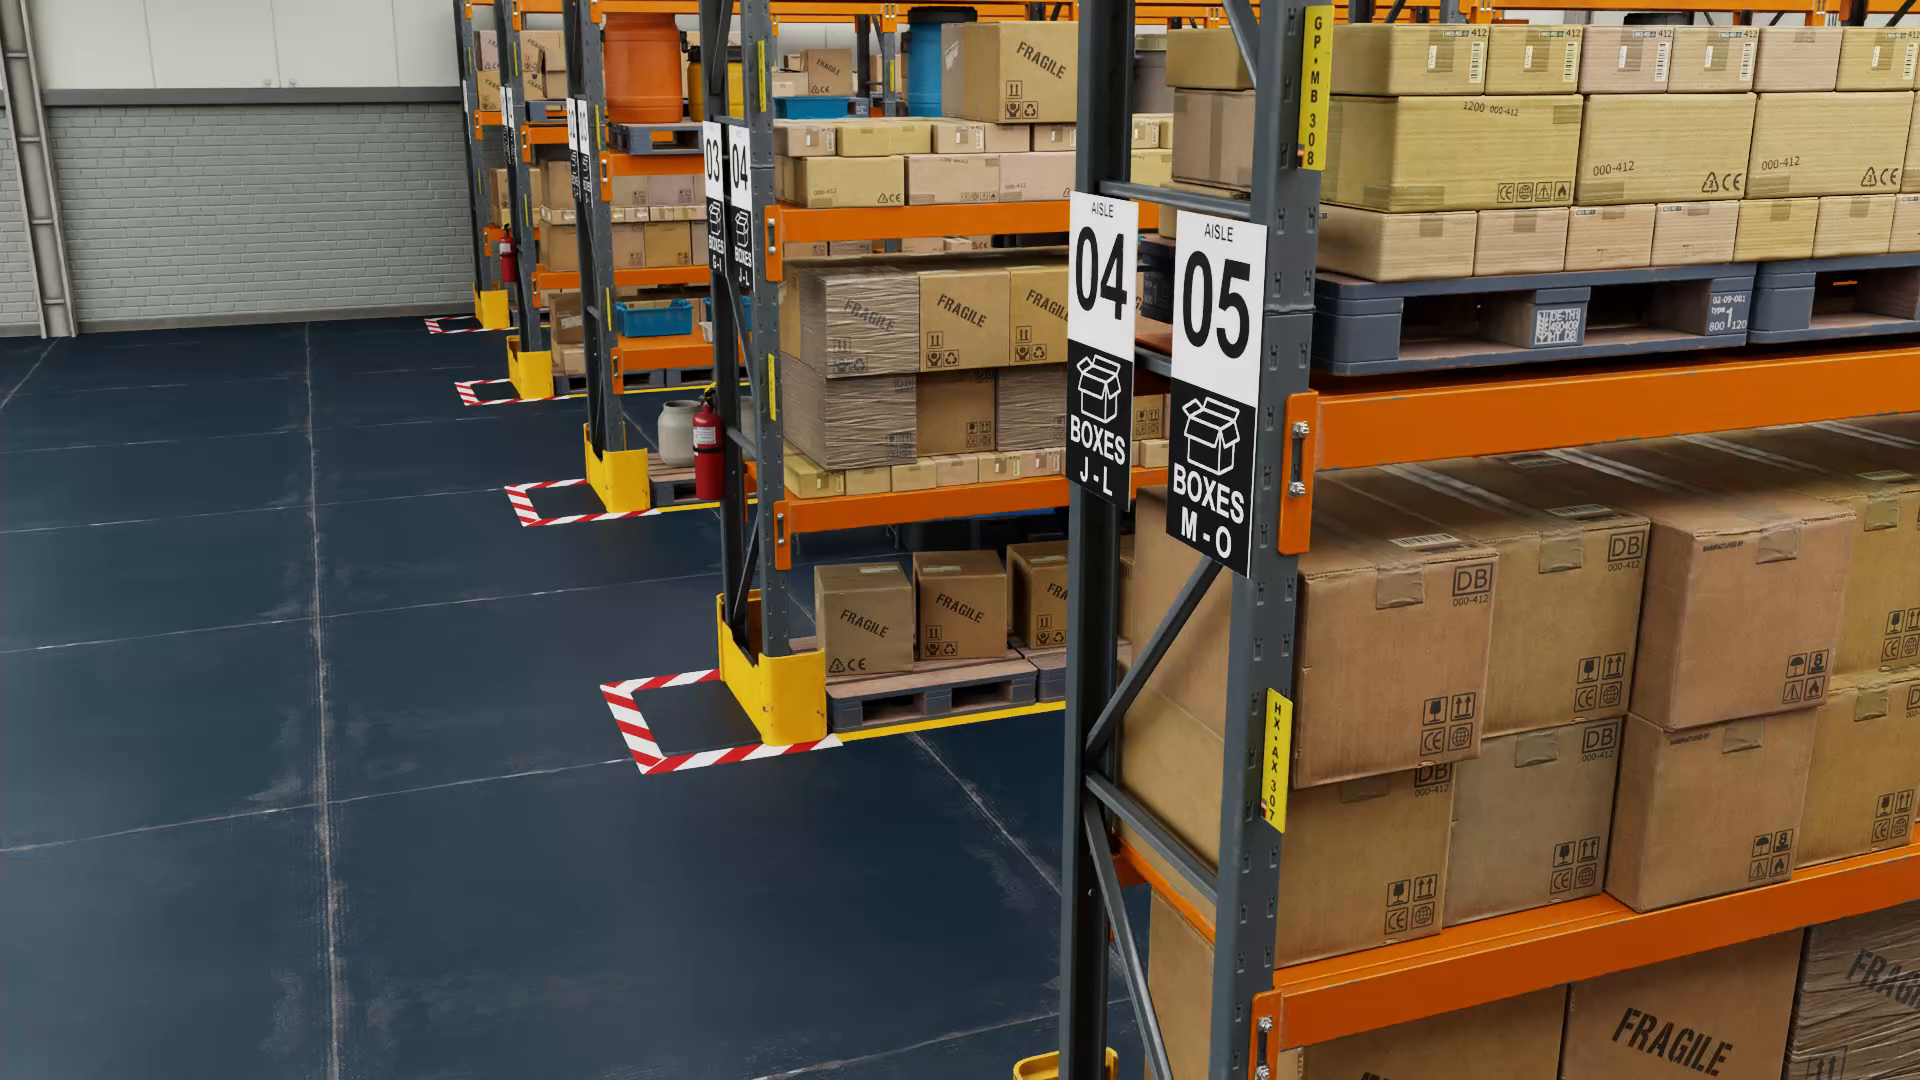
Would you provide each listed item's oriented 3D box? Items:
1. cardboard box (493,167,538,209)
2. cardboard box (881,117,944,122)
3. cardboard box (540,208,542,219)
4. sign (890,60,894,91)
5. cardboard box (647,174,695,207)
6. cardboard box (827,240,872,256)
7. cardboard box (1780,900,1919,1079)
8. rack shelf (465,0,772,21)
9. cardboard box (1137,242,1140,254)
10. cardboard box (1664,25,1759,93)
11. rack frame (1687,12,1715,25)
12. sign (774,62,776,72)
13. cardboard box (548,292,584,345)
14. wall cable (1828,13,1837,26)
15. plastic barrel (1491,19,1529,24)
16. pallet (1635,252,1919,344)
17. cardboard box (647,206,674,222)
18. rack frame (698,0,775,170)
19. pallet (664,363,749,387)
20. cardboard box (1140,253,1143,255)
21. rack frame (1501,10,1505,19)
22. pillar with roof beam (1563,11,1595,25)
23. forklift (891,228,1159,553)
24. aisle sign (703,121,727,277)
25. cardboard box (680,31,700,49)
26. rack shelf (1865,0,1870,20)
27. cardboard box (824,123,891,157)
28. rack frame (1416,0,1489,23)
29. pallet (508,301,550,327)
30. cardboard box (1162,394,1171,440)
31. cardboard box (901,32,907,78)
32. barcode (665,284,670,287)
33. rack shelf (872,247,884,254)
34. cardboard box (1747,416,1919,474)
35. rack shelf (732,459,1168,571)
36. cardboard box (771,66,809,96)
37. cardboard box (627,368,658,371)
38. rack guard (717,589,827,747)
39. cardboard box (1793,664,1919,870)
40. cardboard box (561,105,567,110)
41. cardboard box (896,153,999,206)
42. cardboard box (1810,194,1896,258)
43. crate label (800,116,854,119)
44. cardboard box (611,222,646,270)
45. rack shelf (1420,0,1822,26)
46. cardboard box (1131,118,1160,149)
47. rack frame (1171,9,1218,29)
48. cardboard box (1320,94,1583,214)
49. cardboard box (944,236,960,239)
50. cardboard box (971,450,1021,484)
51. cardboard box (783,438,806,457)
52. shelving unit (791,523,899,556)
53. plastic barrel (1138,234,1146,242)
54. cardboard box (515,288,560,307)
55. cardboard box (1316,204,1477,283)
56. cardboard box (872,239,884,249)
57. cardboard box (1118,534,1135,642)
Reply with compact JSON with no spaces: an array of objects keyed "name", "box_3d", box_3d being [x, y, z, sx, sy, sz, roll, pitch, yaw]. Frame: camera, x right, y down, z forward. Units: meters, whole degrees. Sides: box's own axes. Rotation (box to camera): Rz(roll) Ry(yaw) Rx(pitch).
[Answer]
[{"name":"cardboard box","box_3d":[-5.904,-4.673,22.088,0.500,0.500,0.500,-6,17,-20]},{"name":"cardboard box","box_3d":[-0.266,-2.249,9.168,0.250,0.149,0.380,-6,17,-20]},{"name":"cardboard box","box_3d":[-5.408,-4.366,22.373,0.500,0.250,0.500,-7,18,-22]},{"name":"sign","box_3d":[-0.746,-5.086,18.213,0.005,0.325,0.100,-6,17,-20]},{"name":"cardboard box","box_3d":[-3.232,-3.929,18.173,0.500,0.500,0.700,-6,17,-20]},{"name":"cardboard box","box_3d":[-1.358,-3.508,19.045,0.500,0.500,0.700,-7,18,-22]},{"name":"cardboard box","box_3d":[2.823,1.370,5.635,0.875,0.875,0.875,-6,17,-20]},{"name":"rack shelf","box_3d":[-4.590,-7.140,22.224,4.000,0.370,1.077,-6,17,-20]},{"name":"cardboard box","box_3d":[1.150,-1.491,9.872,0.500,0.500,0.500,-6,17,-20]},{"name":"cardboard box","box_3d":[1.675,-1.159,4.004,0.250,0.149,0.380,-6,17,-19]},{"name":"rack frame","box_3d":[10.259,-7.595,22.491,0.127,3.000,1.000,-6,17,-20]},{"name":"sign","box_3d":[-2.521,-6.355,22.675,0.005,0.325,0.100,-6,17,-20]},{"name":"cardboard box","box_3d":[-4.287,-2.478,18.517,0.500,0.500,0.500,-6,17,-20]},{"name":"wall cable","box_3d":[13.892,-7.885,28.988,0.112,2.526,3.097,-6,17,-20]},{"name":"plastic barrel","box_3d":[5.089,-4.510,15.801,0.708,0.830,0.600,-6,17,-20]},{"name":"pallet","box_3d":[2.370,-0.780,4.764,1.213,0.211,1.003,-6,17,-20]},{"name":"cardboard box","box_3d":[-3.275,-3.550,18.036,0.250,0.149,0.380,-7,18,-22]},{"name":"rack frame","box_3d":[-1.140,-3.375,8.121,0.127,3.000,1.000,-6,17,-20]},{"name":"pallet","box_3d":[-2.845,-1.976,18.952,1.213,0.211,1.003,-6,17,-20]},{"name":"cardboard box","box_3d":[1.340,-1.352,9.398,0.500,0.500,0.500,-6,17,-20]},{"name":"rack frame","box_3d":[8.483,-8.898,26.928,0.127,3.000,1.000,-6,17,-20]},{"name":"pillar with roof beam","box_3d":[12.235,-8.265,24.773,0.400,9.000,9.100,-6,17,-20]},{"name":"forklift","box_3d":[1.010,-1.472,12.408,3.031,2.935,1.130,-4,17,-12]},{"name":"aisle sign","box_3d":[-1.305,-1.817,8.848,0.004,0.787,0.394,-6,17,-20]},{"name":"cardboard box","box_3d":[-3.604,-6.606,22.460,0.500,0.500,0.500,-5,17,-17]},{"name":"rack shelf","box_3d":[8.198,-3.846,11.712,4.000,0.370,1.077,-6,17,-20]},{"name":"cardboard box","box_3d":[-0.524,-2.023,8.399,0.250,0.149,0.380,-6,17,-19]},{"name":"rack frame","box_3d":[4.558,-5.485,15.305,0.127,3.000,1.000,-6,17,-20]},{"name":"pallet","box_3d":[-5.615,-3.149,22.947,1.213,0.211,1.003,-6,17,-20]},{"name":"cardboard box","box_3d":[1.242,-0.944,9.783,0.500,0.500,0.875,-6,17,-20]},{"name":"cardboard box","box_3d":[-0.356,-5.487,18.827,0.500,0.500,0.500,-6,17,-19]},{"name":"barcode","box_3d":[-4.152,-3.600,23.616,0.075,0.075,0.001,-6,17,-20]},{"name":"rack shelf","box_3d":[0.921,-3.363,20.005,4.000,0.370,1.077,-6,17,-20]},{"name":"cardboard box","box_3d":[2.893,-0.043,5.237,0.550,0.550,0.875,-6,17,-20]},{"name":"rack shelf","box_3d":[0.727,-0.353,9.755,4.000,0.370,1.077,-6,17,-20]},{"name":"cardboard box","box_3d":[-2.015,-5.136,18.606,0.500,0.311,0.500,-7,18,-23]},{"name":"cardboard box","box_3d":[-3.636,-2.033,18.331,0.500,0.250,0.500,-6,17,-20]},{"name":"rack guard","box_3d":[-1.069,0.695,9.345,0.348,0.500,1.175,-6,17,-20]},{"name":"cardboard box","box_3d":[2.424,0.548,5.142,0.500,0.550,0.875,-6,17,-20]},{"name":"cardboard box","box_3d":[-5.058,-5.969,22.066,0.500,0.500,0.500,-5,17,-18]},{"name":"cardboard box","box_3d":[-0.118,-1.898,8.681,0.500,0.250,0.500,-7,18,-21]},{"name":"cardboard box","box_3d":[2.153,-0.827,4.291,0.250,0.149,0.380,-6,18,-20]},{"name":"crate label","box_3d":[-1.046,-3.270,13.349,0.408,0.251,0.502,-6,17,-20]},{"name":"cardboard box","box_3d":[-3.752,-3.250,18.163,0.500,0.500,0.700,-6,17,-19]},{"name":"rack shelf","box_3d":[6.425,-5.150,16.150,4.000,0.370,1.077,-6,17,-20]},{"name":"cardboard box","box_3d":[0.883,-2.212,9.041,0.250,0.149,0.380,-7,18,-22]},{"name":"rack frame","box_3d":[2.789,-6.789,19.745,0.127,3.000,1.000,-6,17,-20]},{"name":"cardboard box","box_3d":[1.083,-0.922,3.907,0.500,0.250,0.500,-6,17,-20]},{"name":"cardboard box","box_3d":[-0.191,-3.579,19.702,0.258,0.266,0.396,-7,18,-21]},{"name":"cardboard box","box_3d":[0.152,-0.438,9.211,0.250,0.149,0.380,-6,17,-20]},{"name":"cardboard box","box_3d":[-0.948,-0.459,9.285,0.250,0.149,0.380,-6,17,-20]},{"name":"shelving unit","box_3d":[-0.865,-0.679,12.247,0.755,1.500,0.431,-4,17,-12]},{"name":"plastic barrel","box_3d":[1.292,-2.403,14.568,0.708,0.901,0.600,-6,17,-20]},{"name":"cardboard box","box_3d":[-5.779,-3.374,22.754,0.500,0.311,0.500,-8,18,-26]},{"name":"cardboard box","box_3d":[0.975,-0.700,3.858,0.250,0.149,0.380,-6,17,-20]},{"name":"cardboard box","box_3d":[-1.146,-4.359,24.442,0.500,0.250,0.500,-7,18,-22]},{"name":"cardboard box","box_3d":[1.123,0.271,10.044,0.500,0.500,0.500,-8,18,-25]}]
